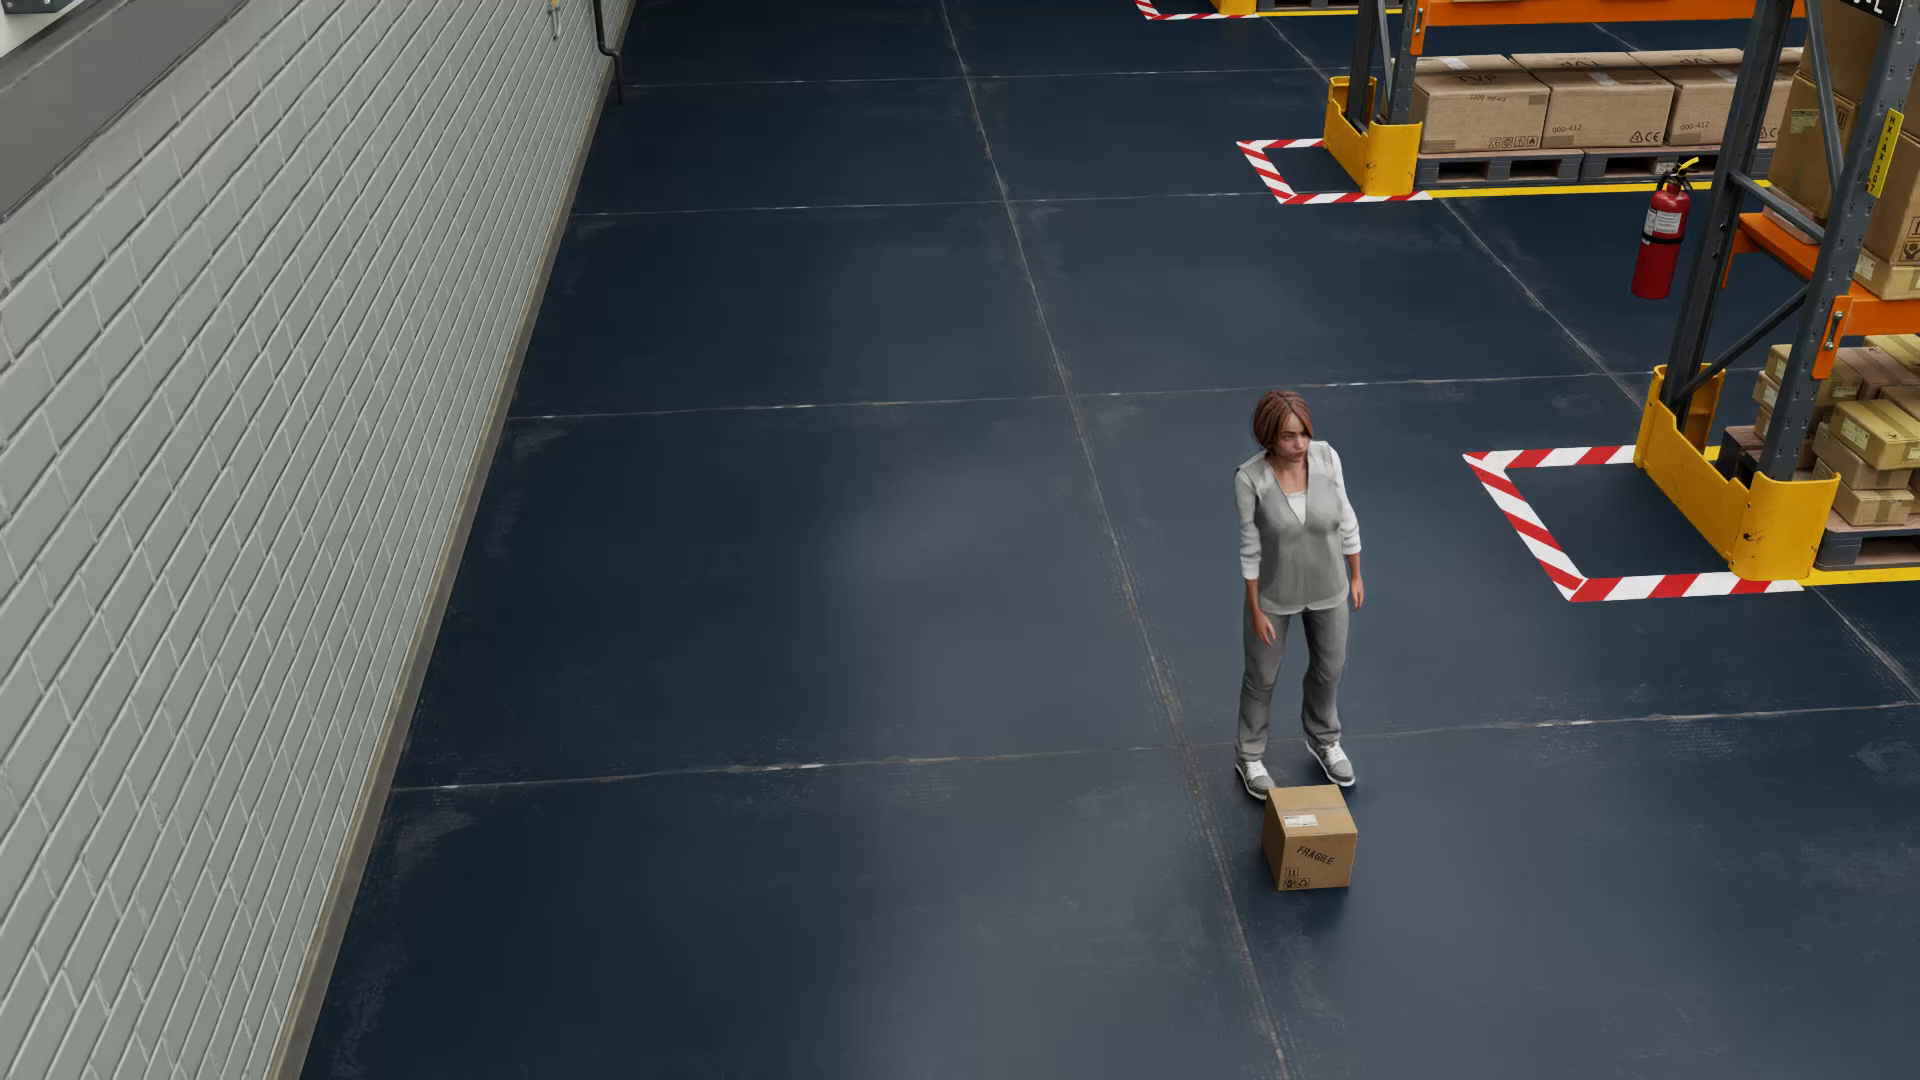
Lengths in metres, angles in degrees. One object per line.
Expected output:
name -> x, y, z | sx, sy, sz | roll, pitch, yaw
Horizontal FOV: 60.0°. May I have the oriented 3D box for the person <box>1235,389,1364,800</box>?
person -> 1.191, 0.199, 5.800 | 0.540, 1.598, 0.332 | -2, 32, -3
